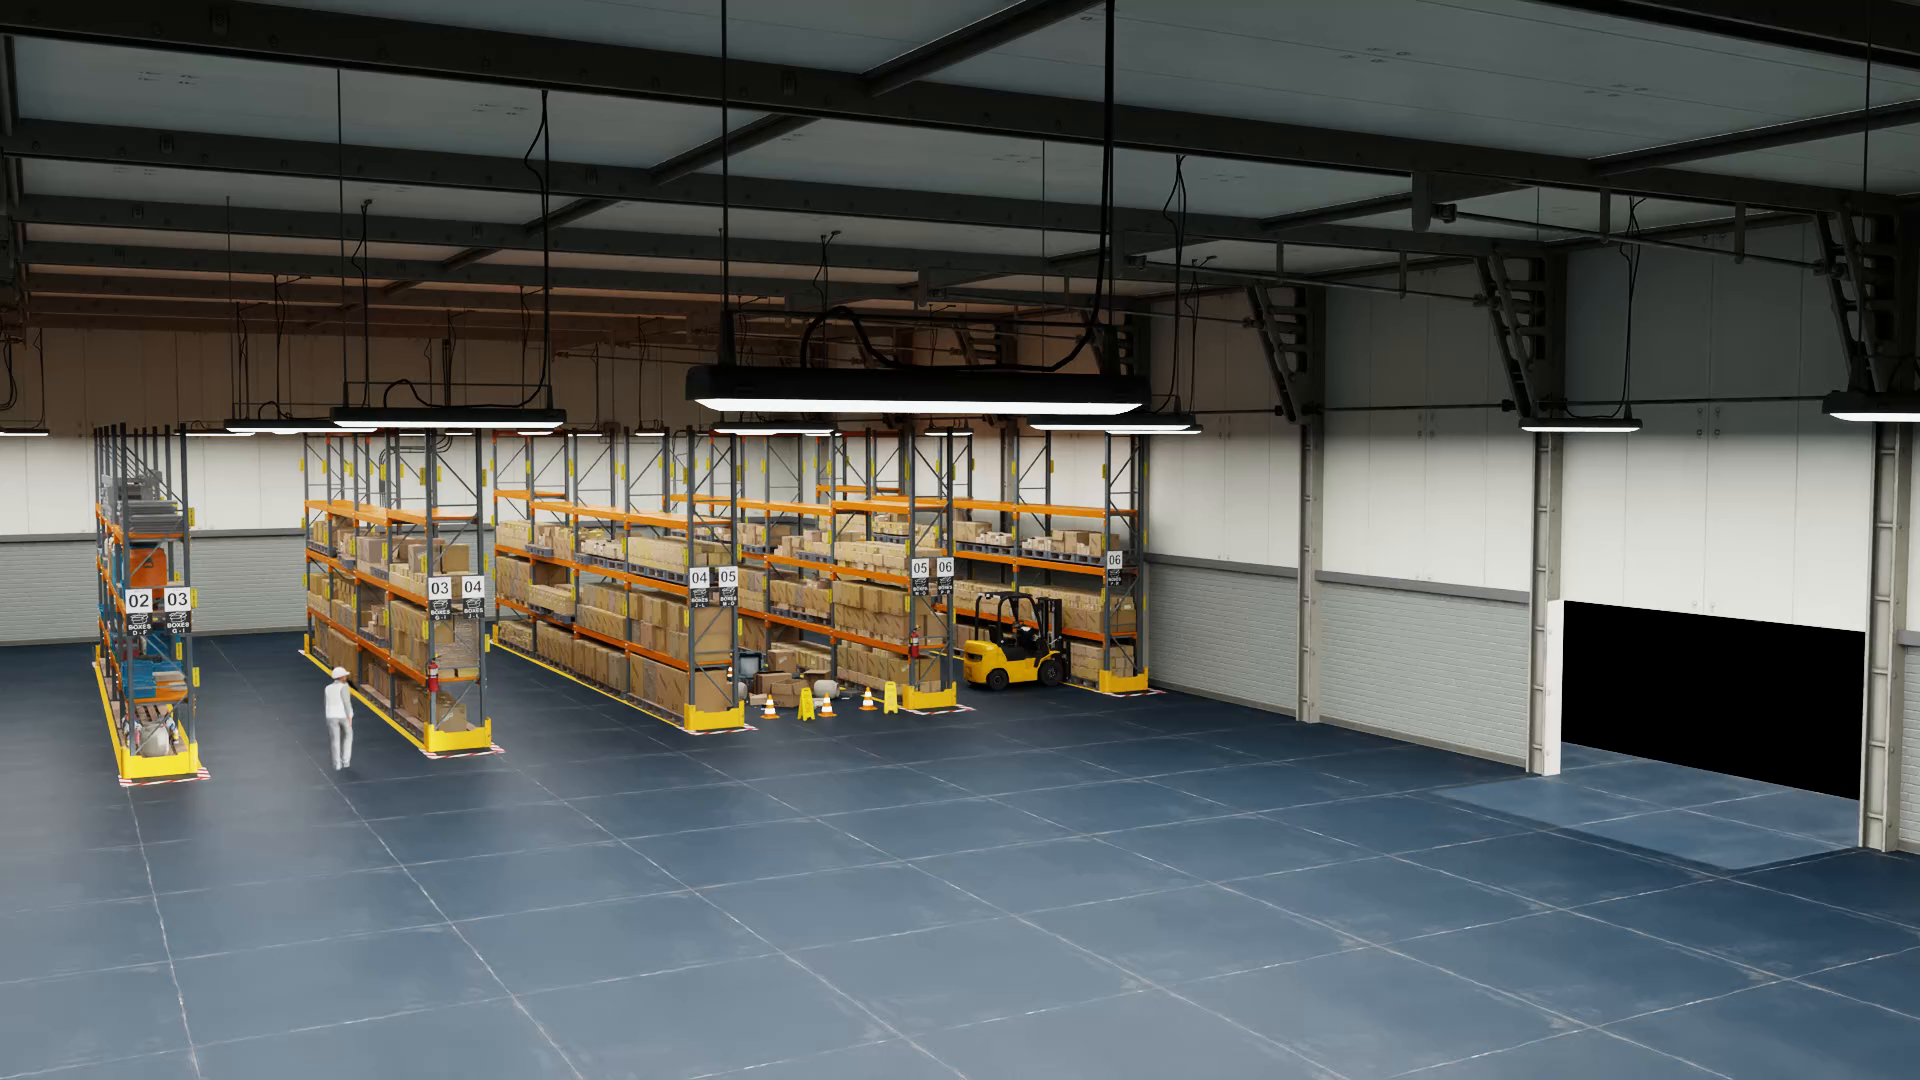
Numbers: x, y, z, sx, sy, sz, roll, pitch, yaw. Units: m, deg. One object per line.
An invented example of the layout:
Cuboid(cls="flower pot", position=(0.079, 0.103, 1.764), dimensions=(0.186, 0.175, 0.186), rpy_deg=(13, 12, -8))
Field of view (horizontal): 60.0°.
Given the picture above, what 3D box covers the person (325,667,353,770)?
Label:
Cuboid(cls="person", position=(-10.834, 3.131, 29.019), dimensions=(0.513, 1.830, 0.688), rpy_deg=(-1, 4, -10))
